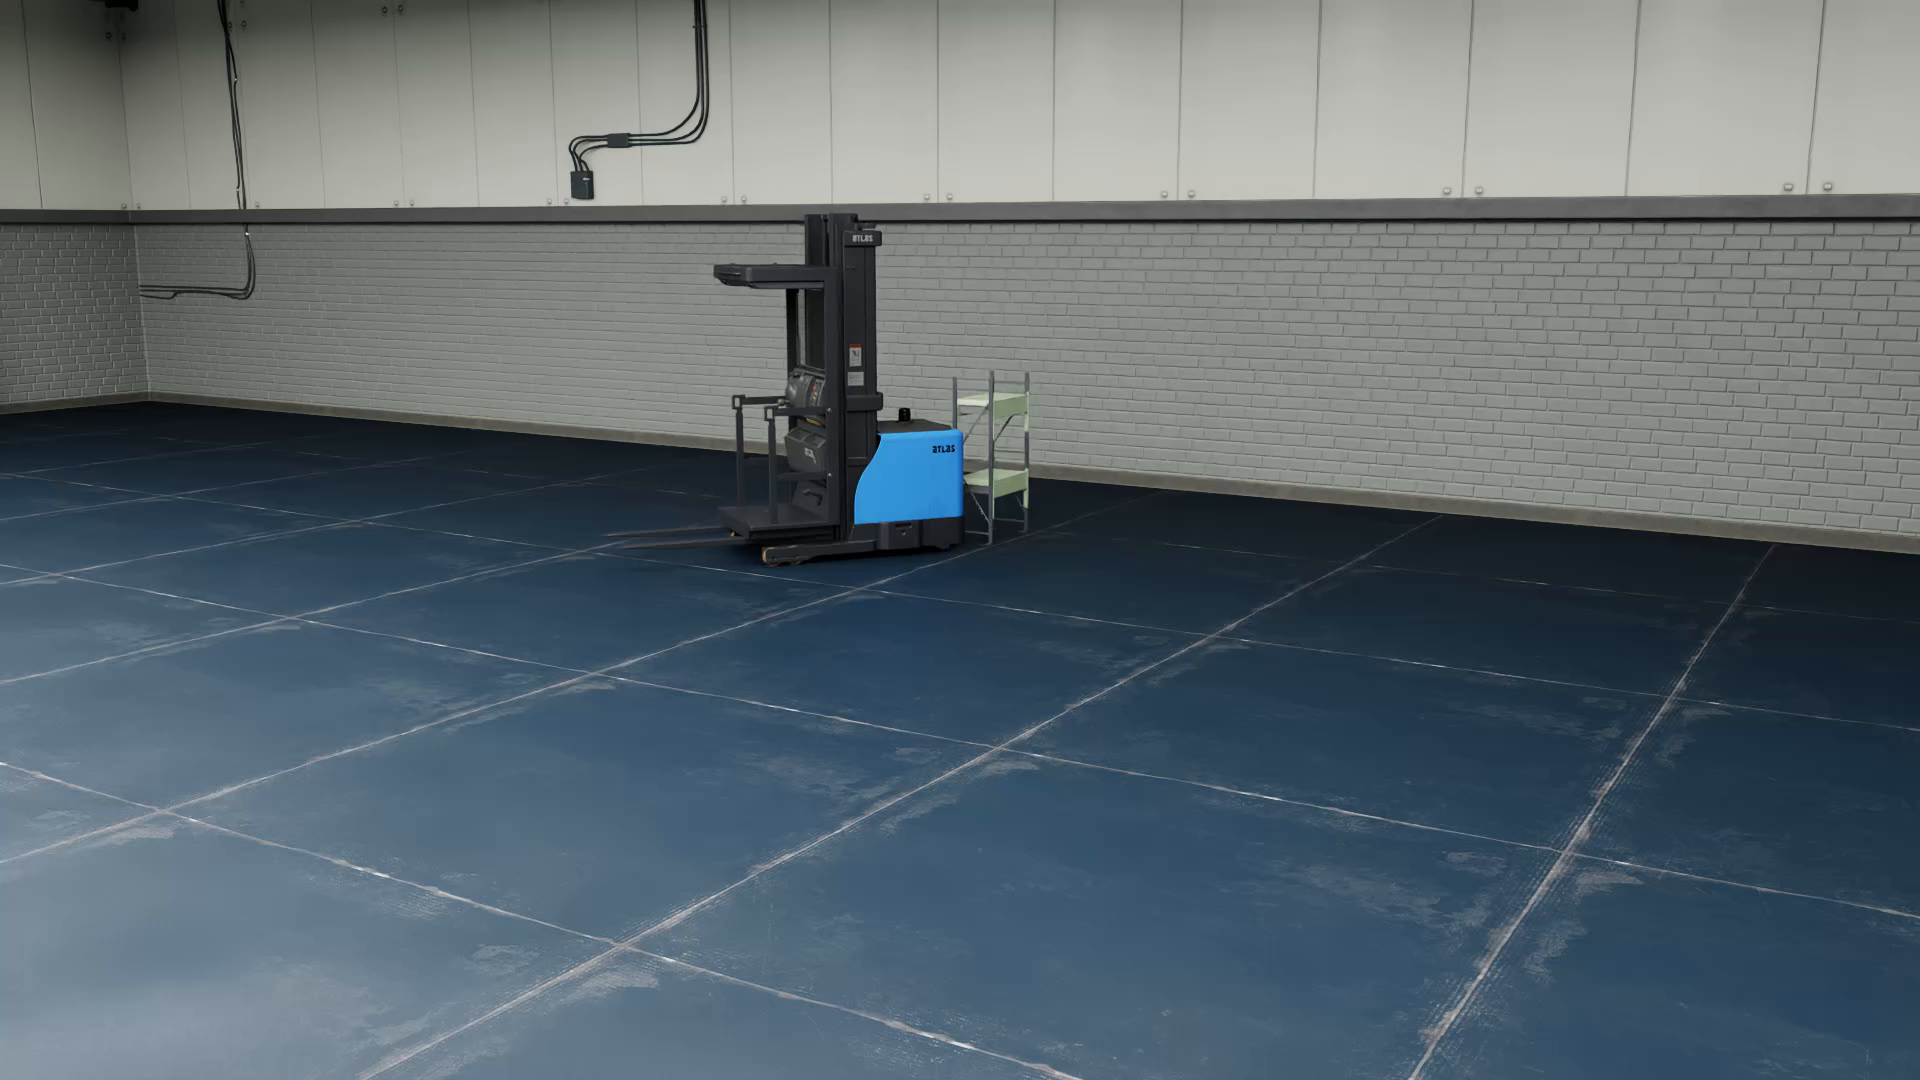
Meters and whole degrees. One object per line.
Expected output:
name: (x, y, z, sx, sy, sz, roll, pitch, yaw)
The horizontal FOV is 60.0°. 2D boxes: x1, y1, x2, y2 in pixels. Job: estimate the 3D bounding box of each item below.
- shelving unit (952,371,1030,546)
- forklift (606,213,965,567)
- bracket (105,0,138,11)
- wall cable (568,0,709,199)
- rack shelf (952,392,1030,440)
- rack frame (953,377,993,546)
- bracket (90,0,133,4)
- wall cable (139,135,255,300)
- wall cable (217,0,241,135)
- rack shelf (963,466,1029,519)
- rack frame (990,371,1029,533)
shelving unit: (0.287, -0.766, 15.263, 0.431, 1.500, 0.755, 6, 12, 28)
forklift: (-1.522, -1.325, 14.361, 3.031, 2.935, 1.130, -5, 12, -23)
bracket: (-13.148, -8.433, 26.061, 0.235, 0.232, 0.430, 6, 12, 31)
wall cable: (-4.132, -7.359, 20.863, 2.305, 6.003, 0.169, 6, 12, 31)
rack shelf: (0.287, -1.149, 15.192, 0.431, 0.370, 0.720, 6, 12, 28)
rack frame: (0.115, -0.706, 14.946, 0.400, 1.500, 0.023, 6, 12, 28)
bracket: (-13.455, -8.341, 25.565, 0.076, 0.066, 3.189, 6, 12, 31)
wall cable: (-12.238, -5.071, 26.320, 3.097, 2.526, 0.112, 6, 12, 31)
wall cable: (-9.926, -7.295, 24.474, 3.097, 2.526, 0.112, 6, 12, 31)
rack shelf: (0.287, -0.445, 15.323, 0.431, 0.370, 0.720, 6, 12, 28)
rack frame: (0.459, -0.825, 15.581, 0.400, 1.500, 0.023, 6, 12, 28)
